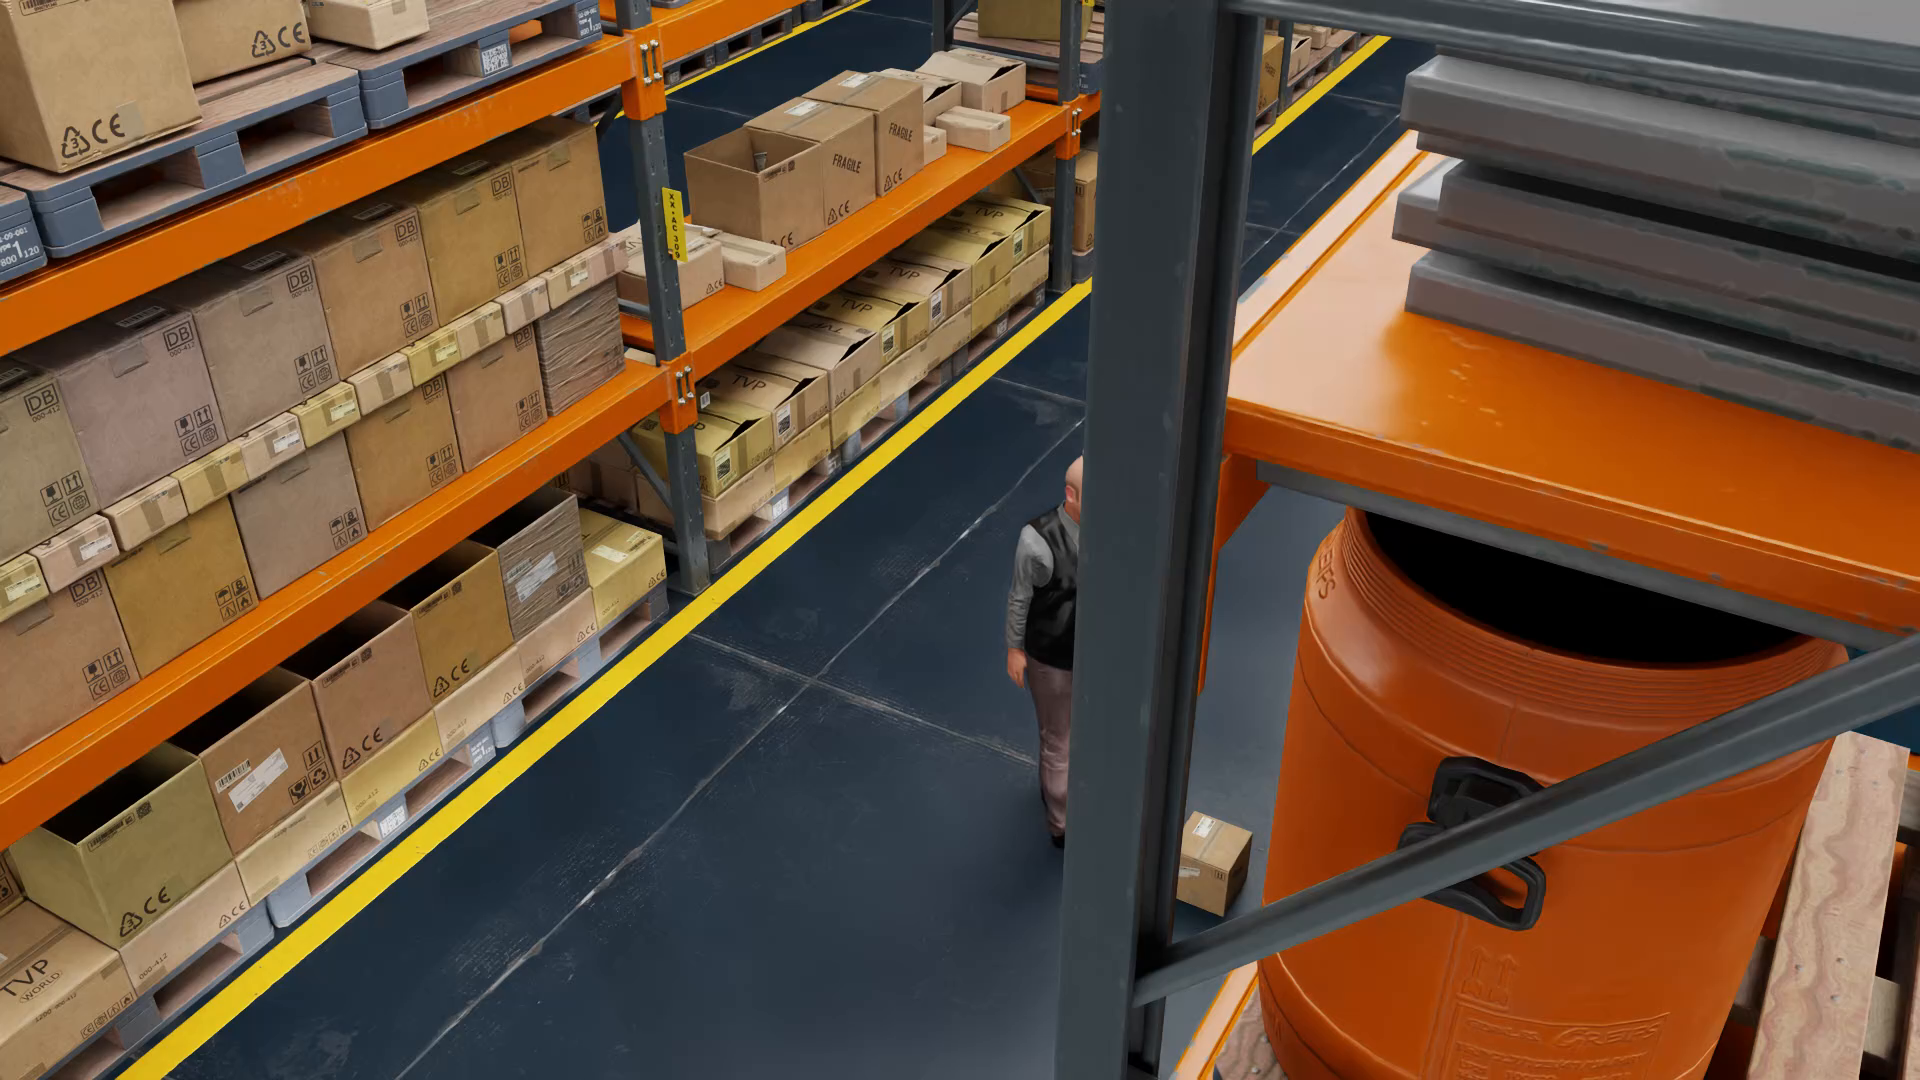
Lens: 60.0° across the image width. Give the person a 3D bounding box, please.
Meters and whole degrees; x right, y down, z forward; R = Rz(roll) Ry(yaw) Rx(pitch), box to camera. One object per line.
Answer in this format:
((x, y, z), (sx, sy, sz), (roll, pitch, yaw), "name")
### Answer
((0.478, 0.453, 6.497), (0.554, 1.725, 0.679), (-15, 37, -21), "person")
